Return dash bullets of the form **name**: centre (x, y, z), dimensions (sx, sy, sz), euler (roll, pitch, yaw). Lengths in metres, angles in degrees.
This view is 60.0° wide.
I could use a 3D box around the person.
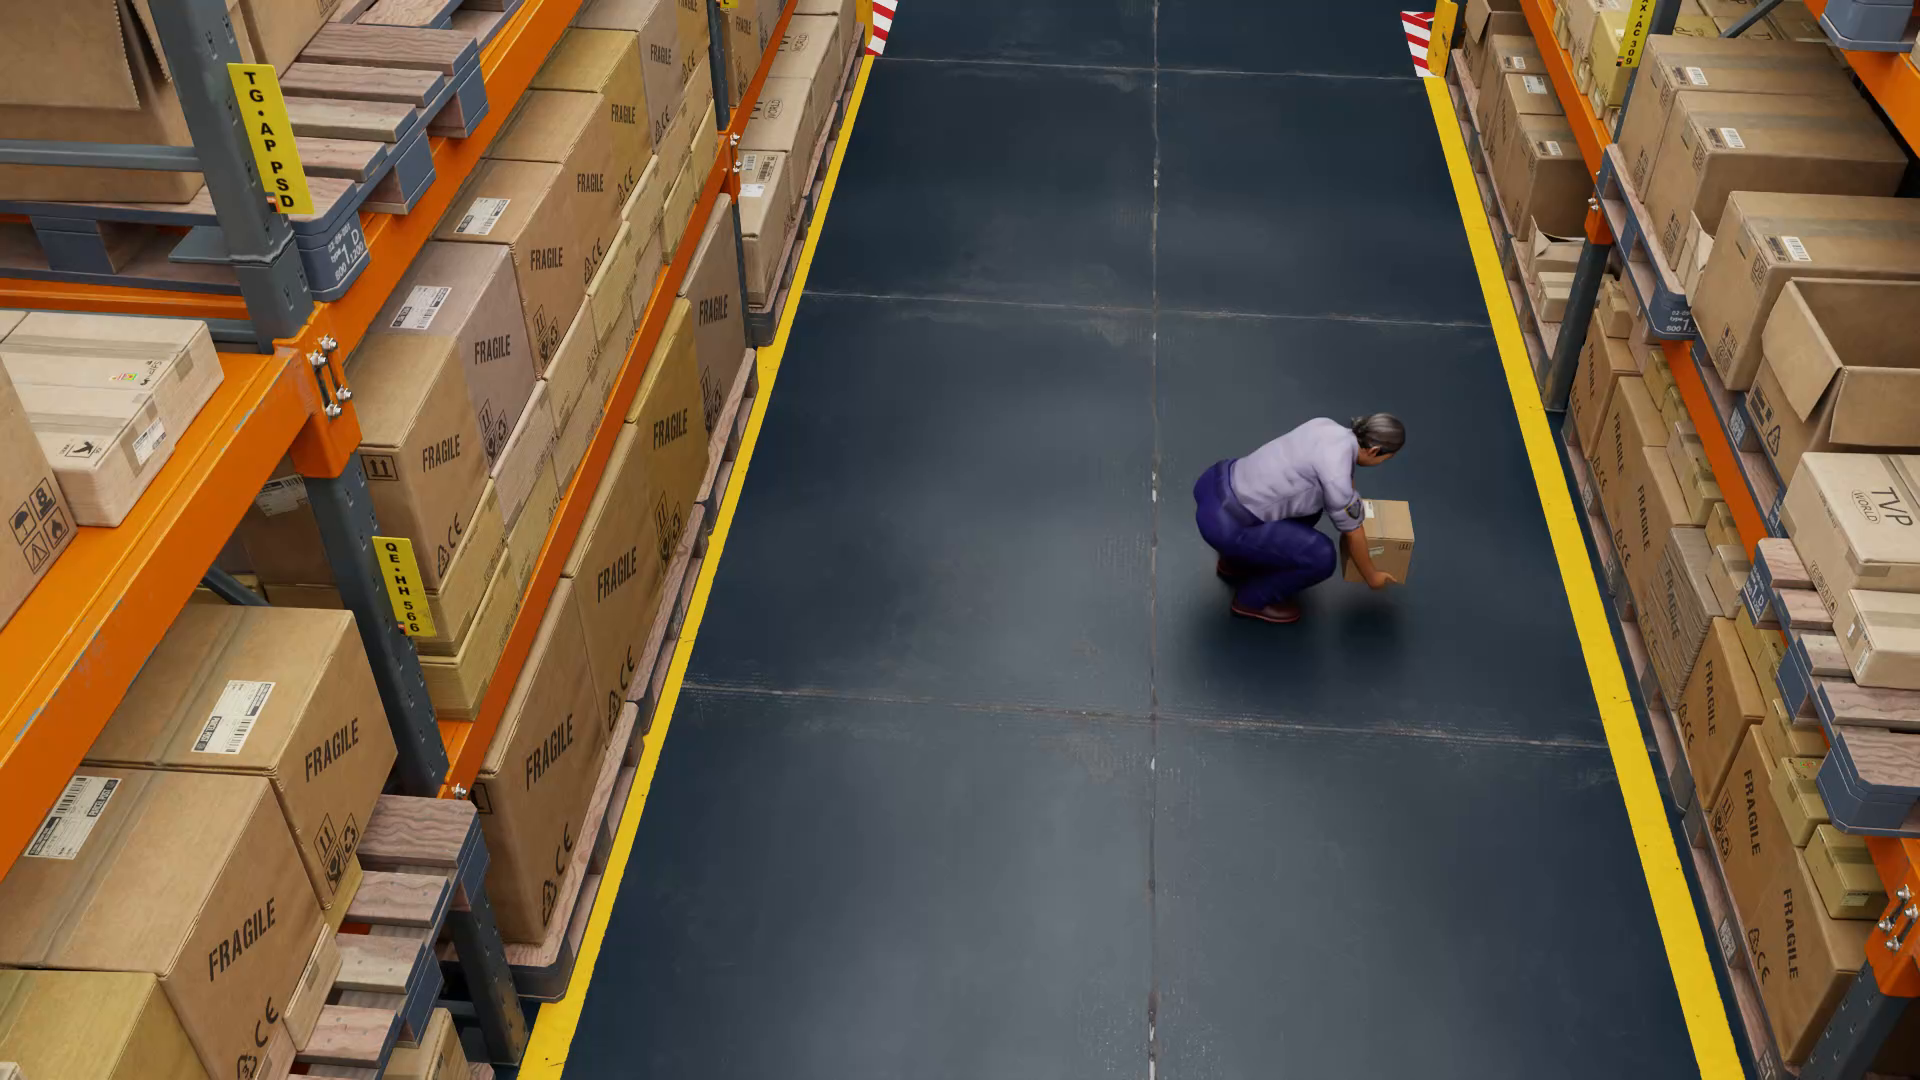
- **person**: centre (1.395, -0.120, 6.870), dimensions (0.861, 0.937, 0.500), euler (2, 40, 3)
